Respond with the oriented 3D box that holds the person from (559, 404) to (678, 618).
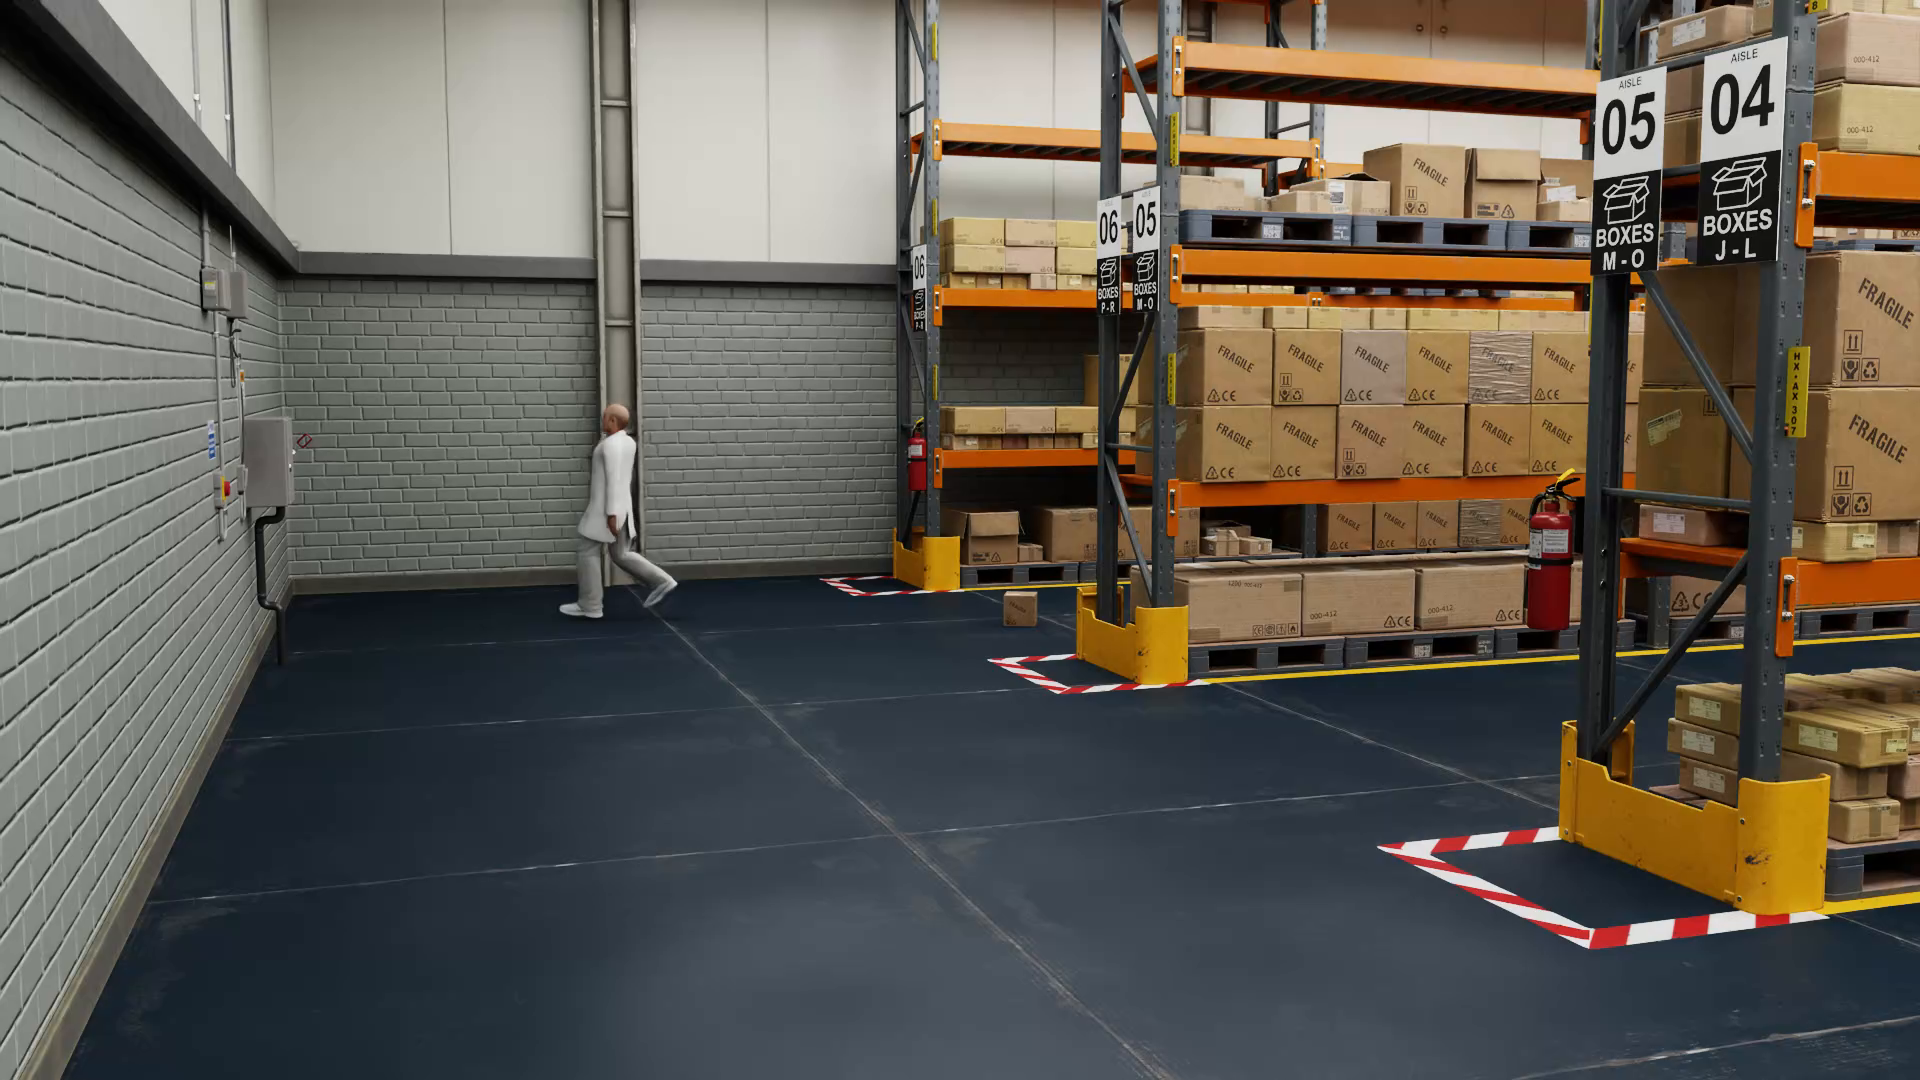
[{"bbox_3d":[-2.814,-0.240,13.650,0.970,1.747,0.574,1,6,10],"label":"person"}]
